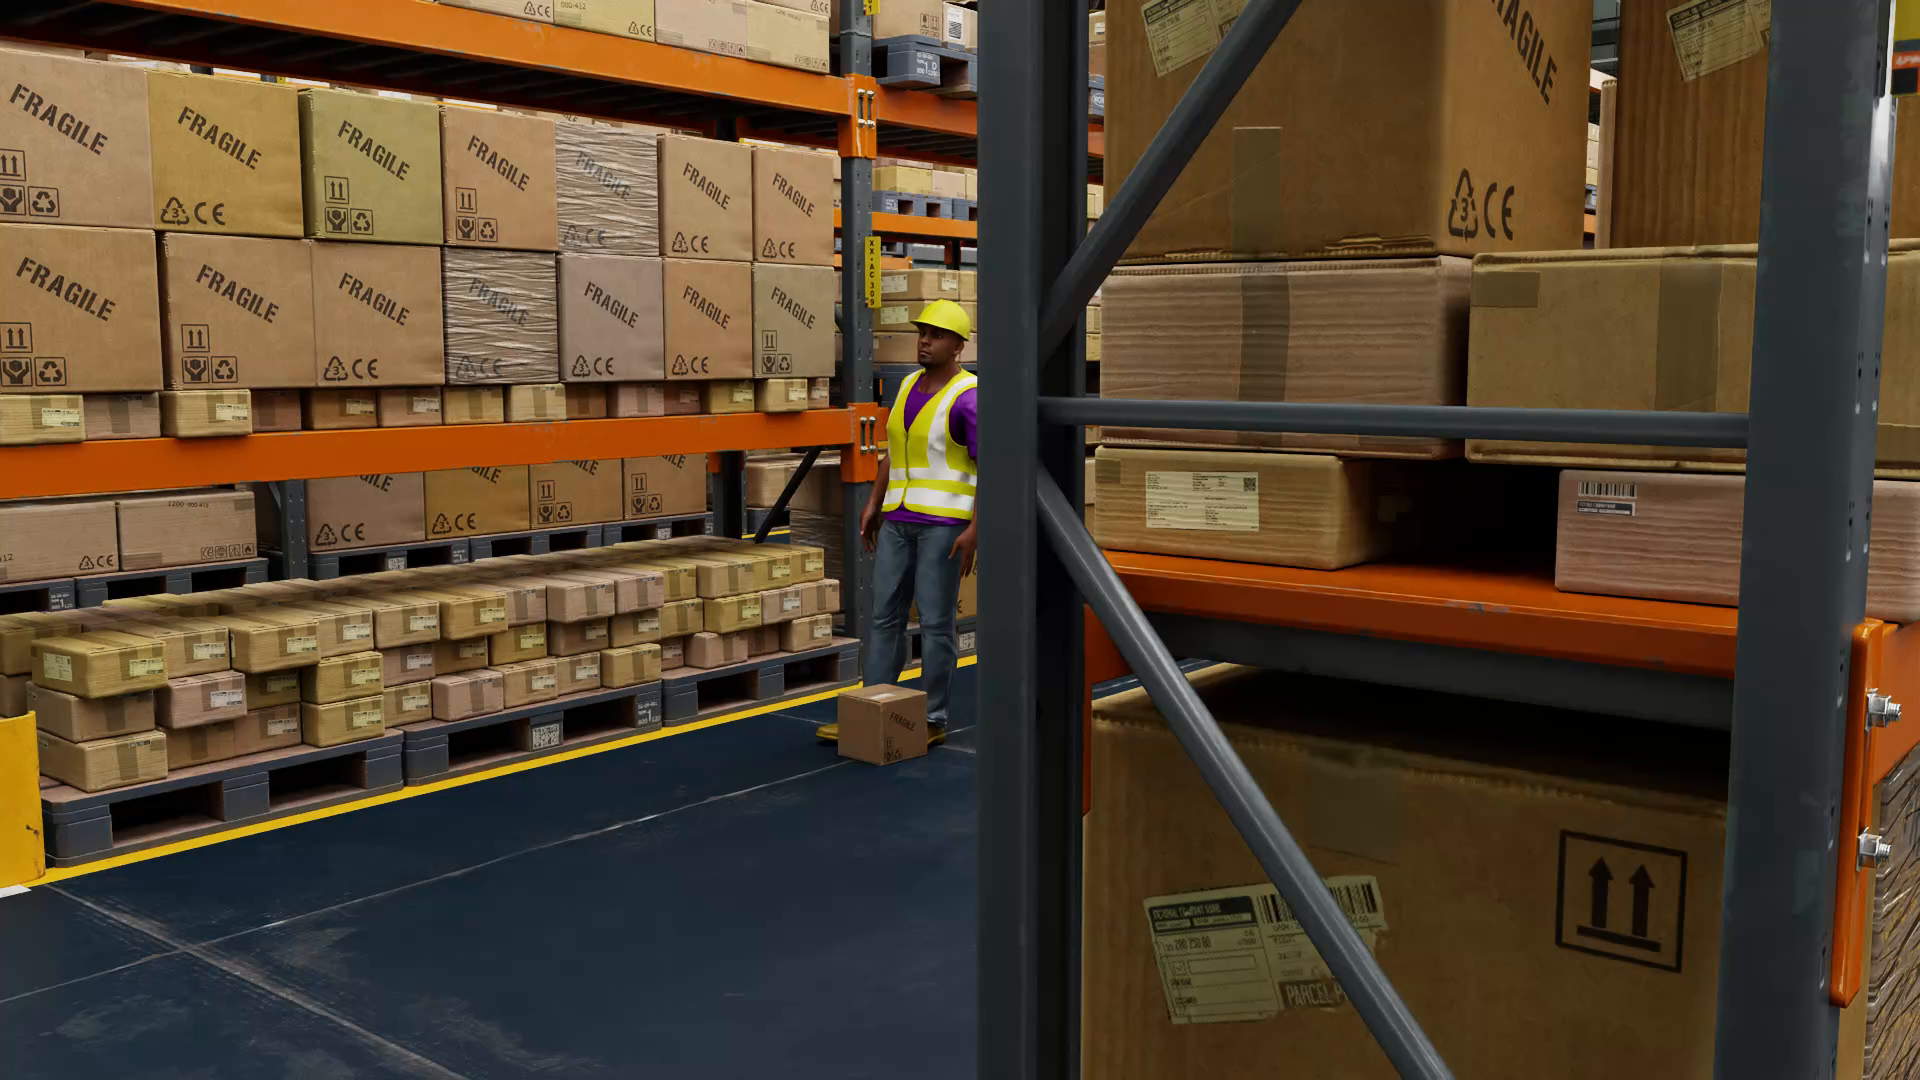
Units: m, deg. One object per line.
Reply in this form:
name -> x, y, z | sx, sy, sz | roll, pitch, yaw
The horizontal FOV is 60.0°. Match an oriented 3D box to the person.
person -> -0.182, -0.061, 6.570 | 0.576, 1.767, 0.665 | -6, 9, -44
